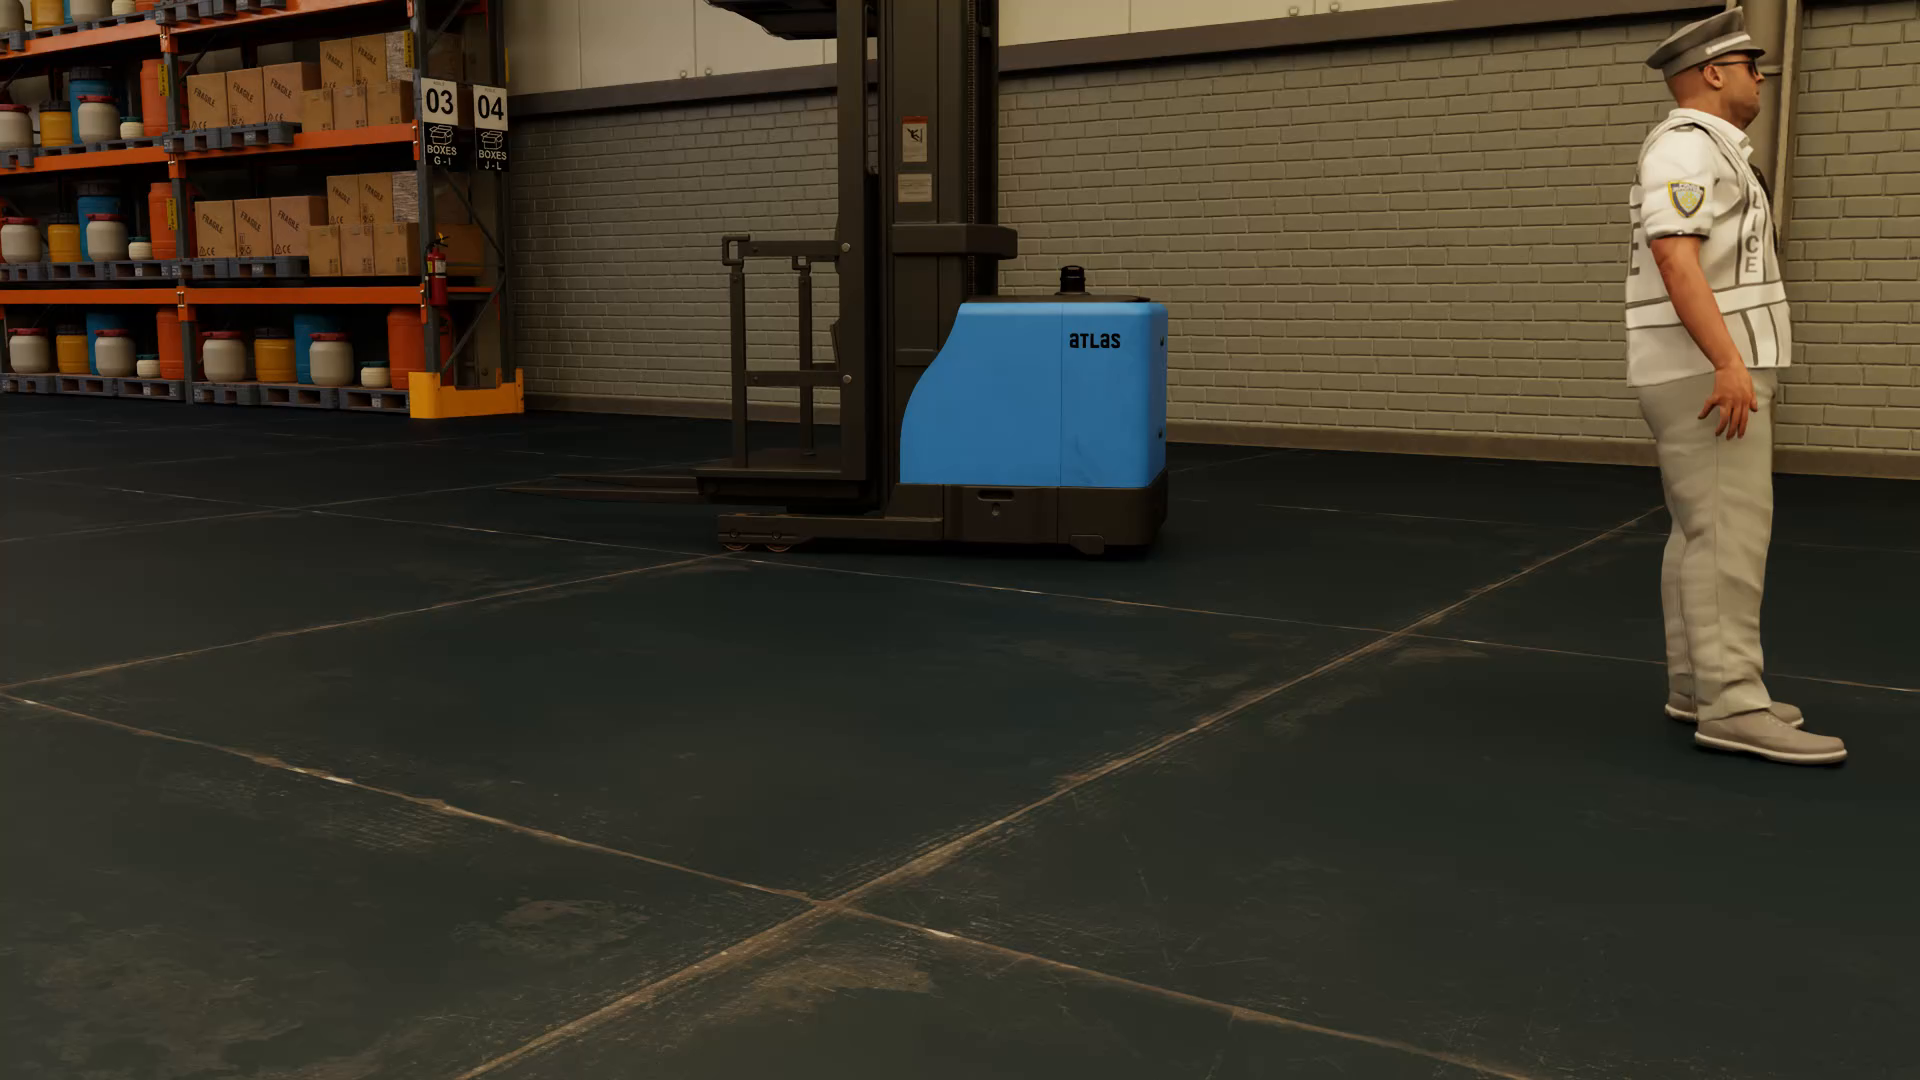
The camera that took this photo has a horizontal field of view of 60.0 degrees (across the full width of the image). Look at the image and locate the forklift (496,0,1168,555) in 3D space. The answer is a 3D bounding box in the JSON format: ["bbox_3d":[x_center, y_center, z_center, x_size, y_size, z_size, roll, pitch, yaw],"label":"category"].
[{"bbox_3d":[-0.596,-1.469,7.520,3.031,2.935,1.130,2,8,12],"label":"forklift"}]

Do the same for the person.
[{"bbox_3d":[1.921,-0.396,4.094,0.548,1.778,0.628,4,9,24],"label":"person"}]
